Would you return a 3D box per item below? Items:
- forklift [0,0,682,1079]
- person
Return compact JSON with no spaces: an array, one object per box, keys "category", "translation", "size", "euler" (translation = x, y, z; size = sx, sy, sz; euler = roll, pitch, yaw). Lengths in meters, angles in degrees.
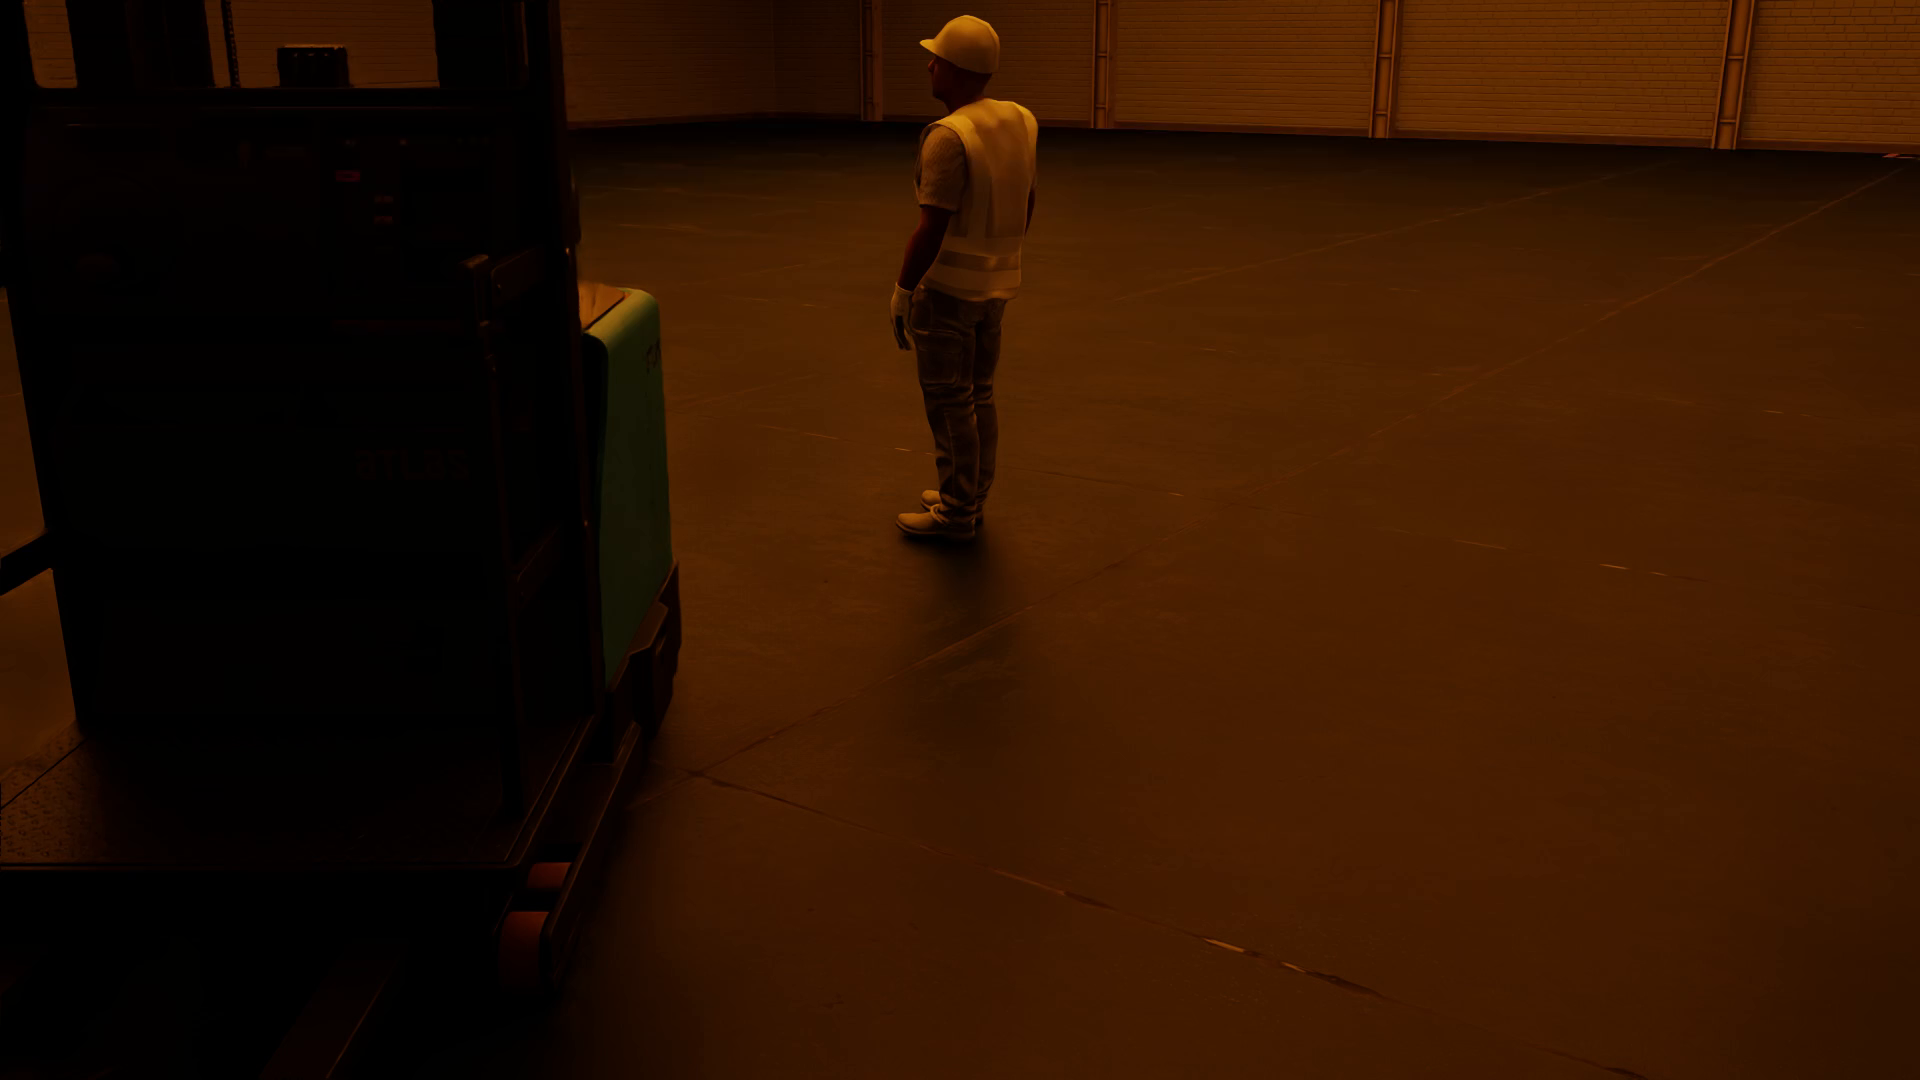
[{"category":"forklift","translation":[-1.302,-0.637,2.963],"size":[1.130,2.935,3.031],"euler":[0,17,0]},{"category":"person","translation":[-0.054,-0.875,5.737],"size":[0.577,1.782,0.656],"euler":[11,20,33]}]
